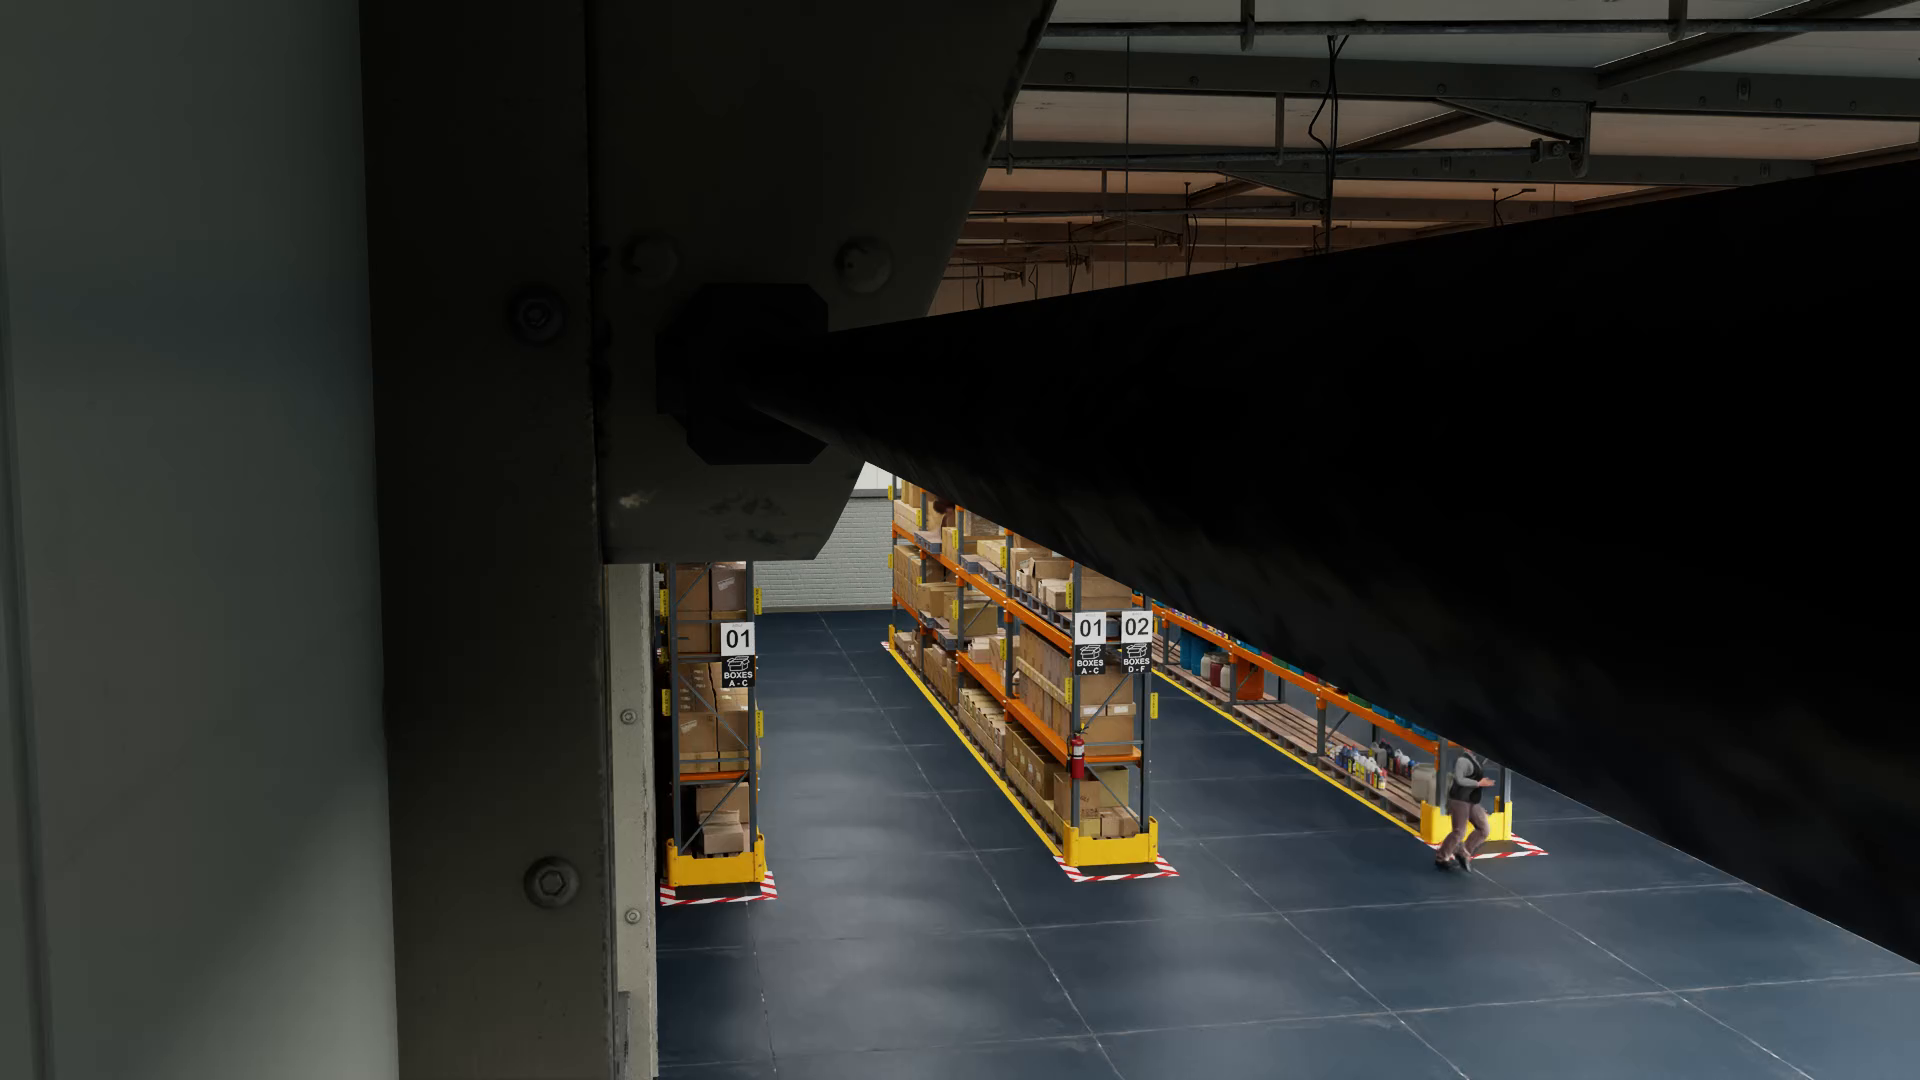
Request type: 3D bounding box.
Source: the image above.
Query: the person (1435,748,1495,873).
[{"bbox_3d":[6.315,3.274,20.615,0.684,1.736,0.661,5,8,36],"label":"person"}]
